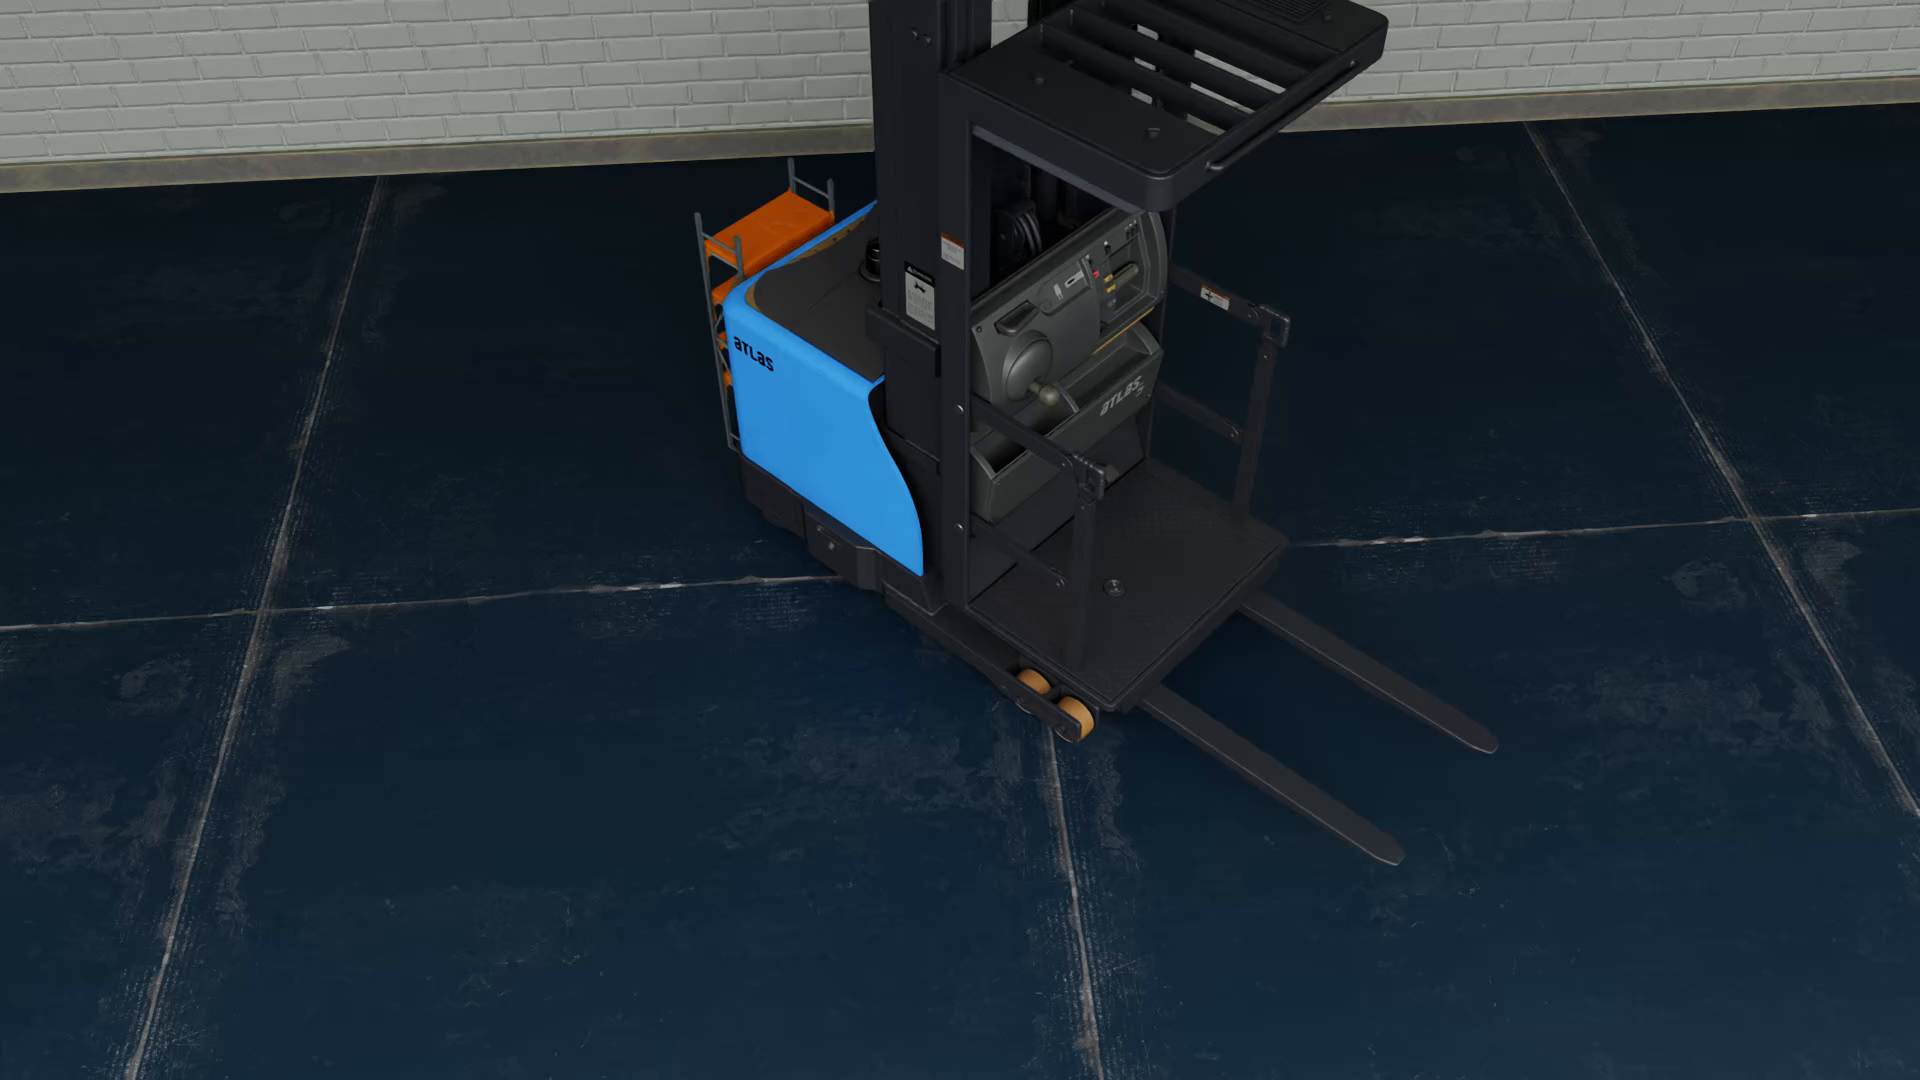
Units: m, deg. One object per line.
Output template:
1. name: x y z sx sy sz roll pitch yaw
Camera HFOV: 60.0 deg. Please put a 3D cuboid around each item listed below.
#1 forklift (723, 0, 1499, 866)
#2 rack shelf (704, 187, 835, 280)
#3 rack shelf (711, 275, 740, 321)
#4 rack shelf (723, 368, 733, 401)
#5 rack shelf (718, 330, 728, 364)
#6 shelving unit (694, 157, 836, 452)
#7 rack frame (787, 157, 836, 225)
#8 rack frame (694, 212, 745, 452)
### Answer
1. forklift: 0.533 -0.709 5.402 3.031 2.935 1.130 33 55 28
2. rack shelf: -0.744 -1.165 6.484 0.258 0.148 0.480 33 55 28
3. rack shelf: -0.742 -1.001 6.655 0.258 0.148 0.480 33 55 28
4. rack shelf: -0.740 -0.709 6.960 0.258 0.148 0.480 33 55 28
5. rack shelf: -0.741 -0.847 6.816 0.258 0.148 0.480 33 55 28
6. shelving unit: -0.741 -0.893 6.768 0.258 1.200 0.503 33 55 28
7. rack frame: -0.579 -1.025 6.893 0.240 1.200 0.015 33 55 28
8. rack frame: -0.904 -0.761 6.643 0.240 1.200 0.015 33 55 28
